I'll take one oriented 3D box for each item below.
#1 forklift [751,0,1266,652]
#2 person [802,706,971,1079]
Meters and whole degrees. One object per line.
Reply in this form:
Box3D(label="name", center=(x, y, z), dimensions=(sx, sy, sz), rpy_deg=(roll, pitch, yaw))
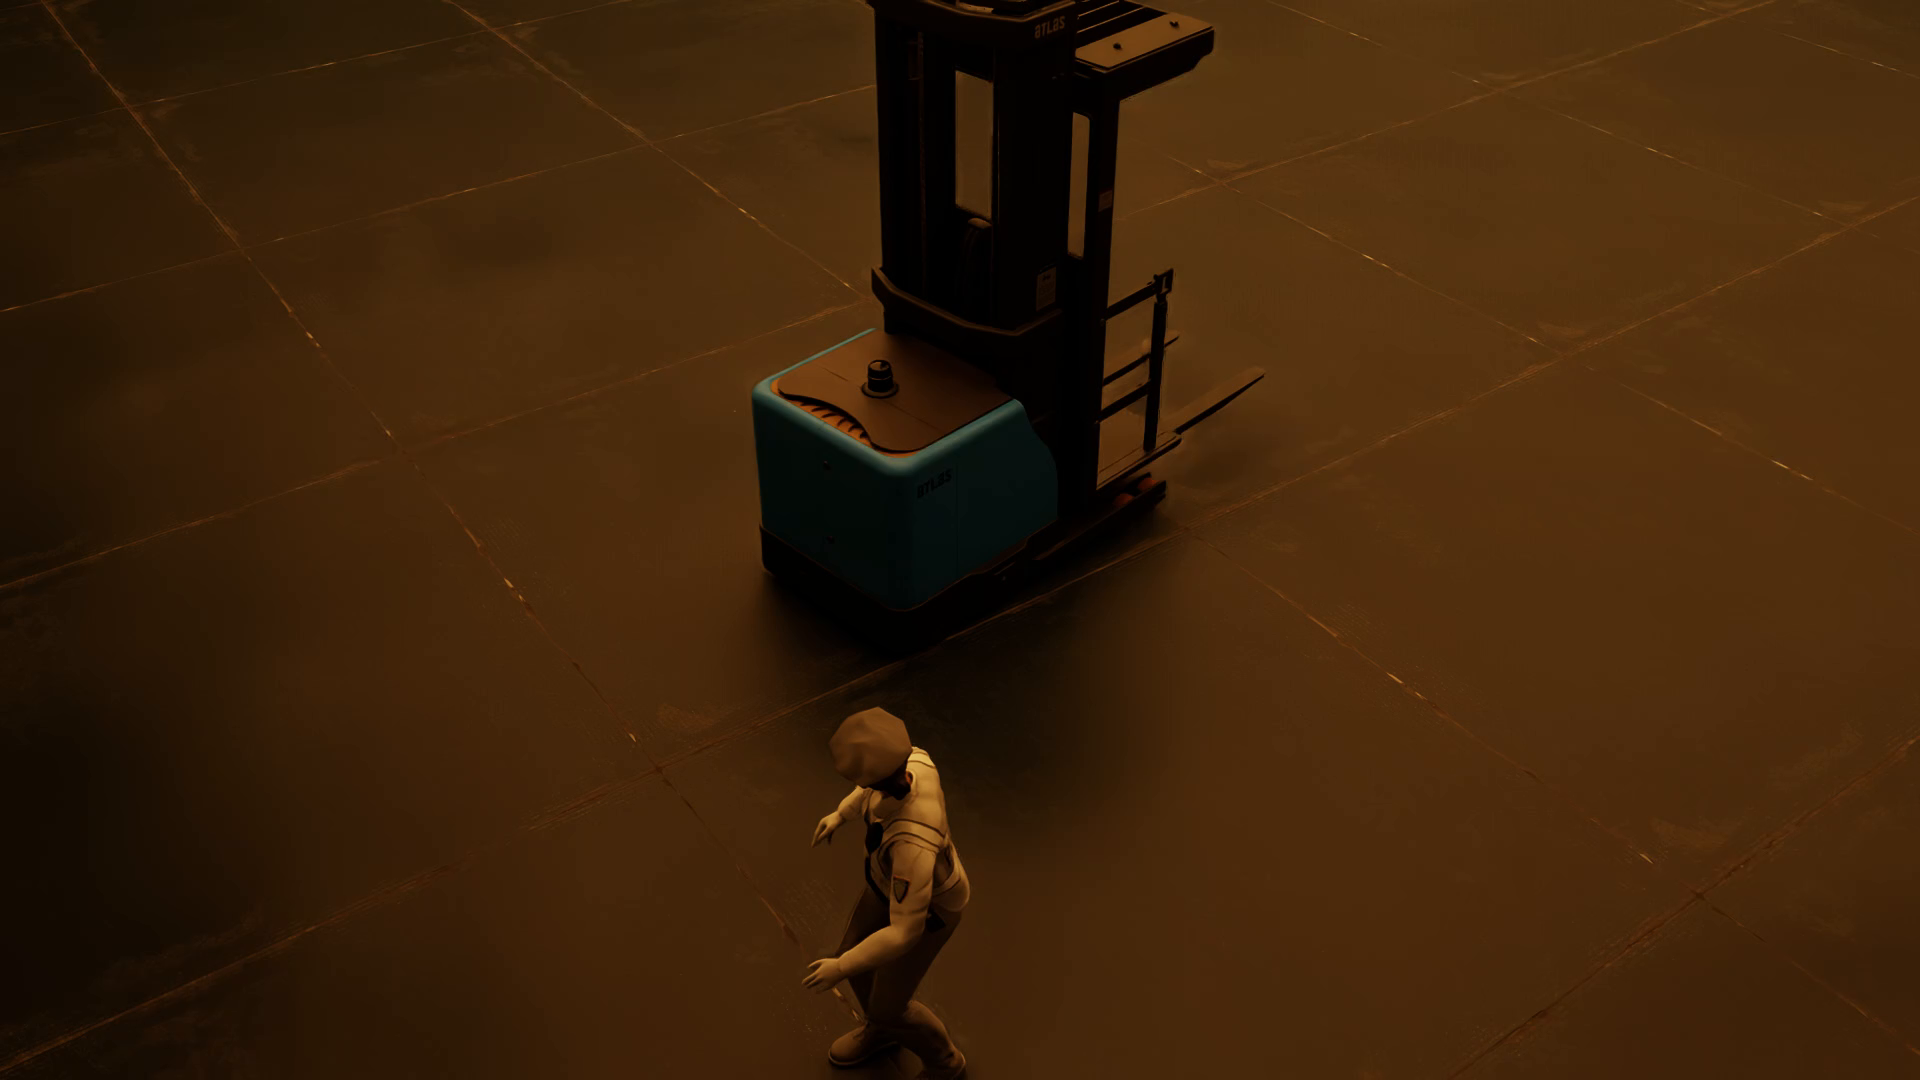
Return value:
Box3D(label="forklift", center=(0.421, -1.444, 7.897), dimensions=(1.130, 2.935, 3.031), rpy_deg=(30, 46, 34))
Box3D(label="person", center=(-0.268, 1.216, 5.444), dimensions=(0.624, 1.628, 0.729), rpy_deg=(-11, 38, -15))
